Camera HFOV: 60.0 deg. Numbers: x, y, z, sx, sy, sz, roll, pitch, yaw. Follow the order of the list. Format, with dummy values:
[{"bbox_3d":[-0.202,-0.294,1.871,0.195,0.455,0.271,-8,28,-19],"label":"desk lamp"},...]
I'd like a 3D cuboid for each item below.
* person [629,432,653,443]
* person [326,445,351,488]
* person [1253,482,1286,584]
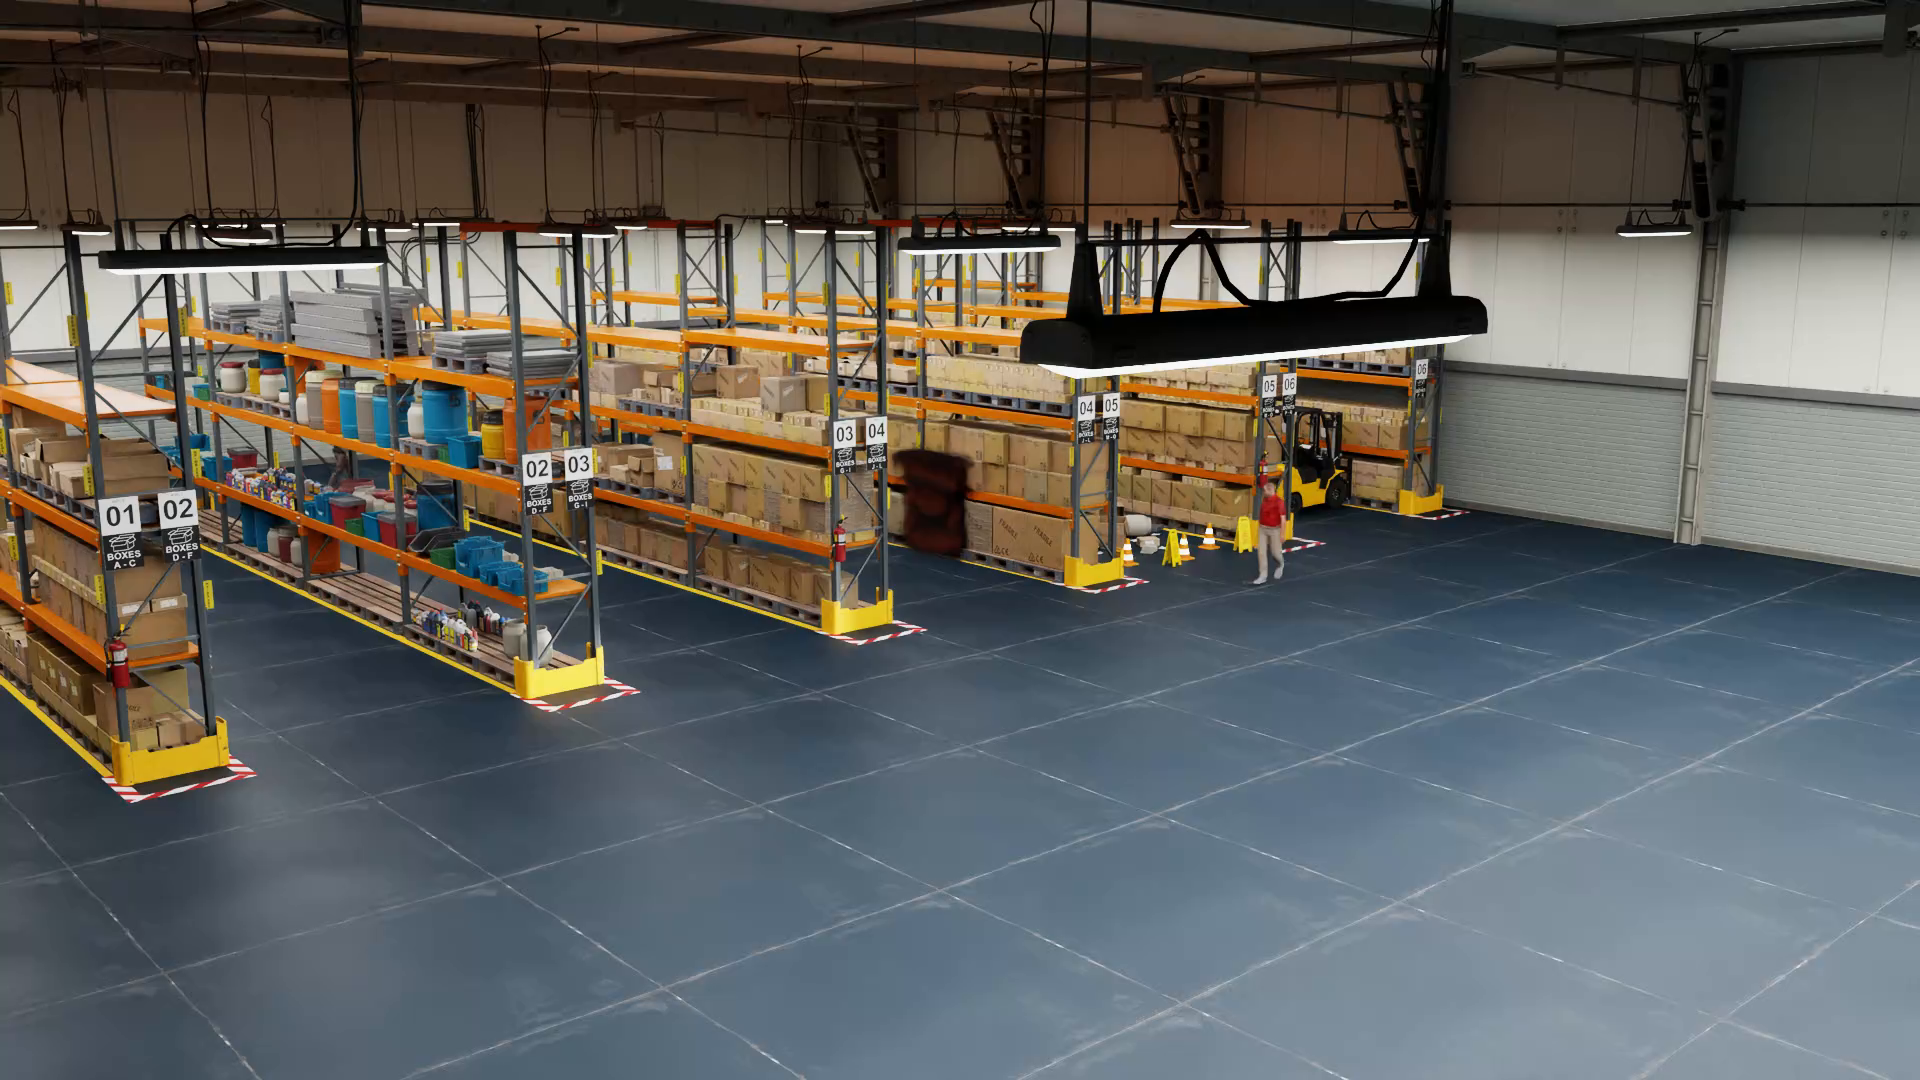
[{"bbox_3d":[-8.508,-3.307,43.829,0.666,1.743,0.988,4,12,18],"label":"person"},{"bbox_3d":[-13.714,-1.931,37.093,1.056,1.658,0.664,-10,15,-40],"label":"person"},{"bbox_3d":[5.274,-0.130,28.106,0.519,1.715,0.622,5,12,24],"label":"person"}]
